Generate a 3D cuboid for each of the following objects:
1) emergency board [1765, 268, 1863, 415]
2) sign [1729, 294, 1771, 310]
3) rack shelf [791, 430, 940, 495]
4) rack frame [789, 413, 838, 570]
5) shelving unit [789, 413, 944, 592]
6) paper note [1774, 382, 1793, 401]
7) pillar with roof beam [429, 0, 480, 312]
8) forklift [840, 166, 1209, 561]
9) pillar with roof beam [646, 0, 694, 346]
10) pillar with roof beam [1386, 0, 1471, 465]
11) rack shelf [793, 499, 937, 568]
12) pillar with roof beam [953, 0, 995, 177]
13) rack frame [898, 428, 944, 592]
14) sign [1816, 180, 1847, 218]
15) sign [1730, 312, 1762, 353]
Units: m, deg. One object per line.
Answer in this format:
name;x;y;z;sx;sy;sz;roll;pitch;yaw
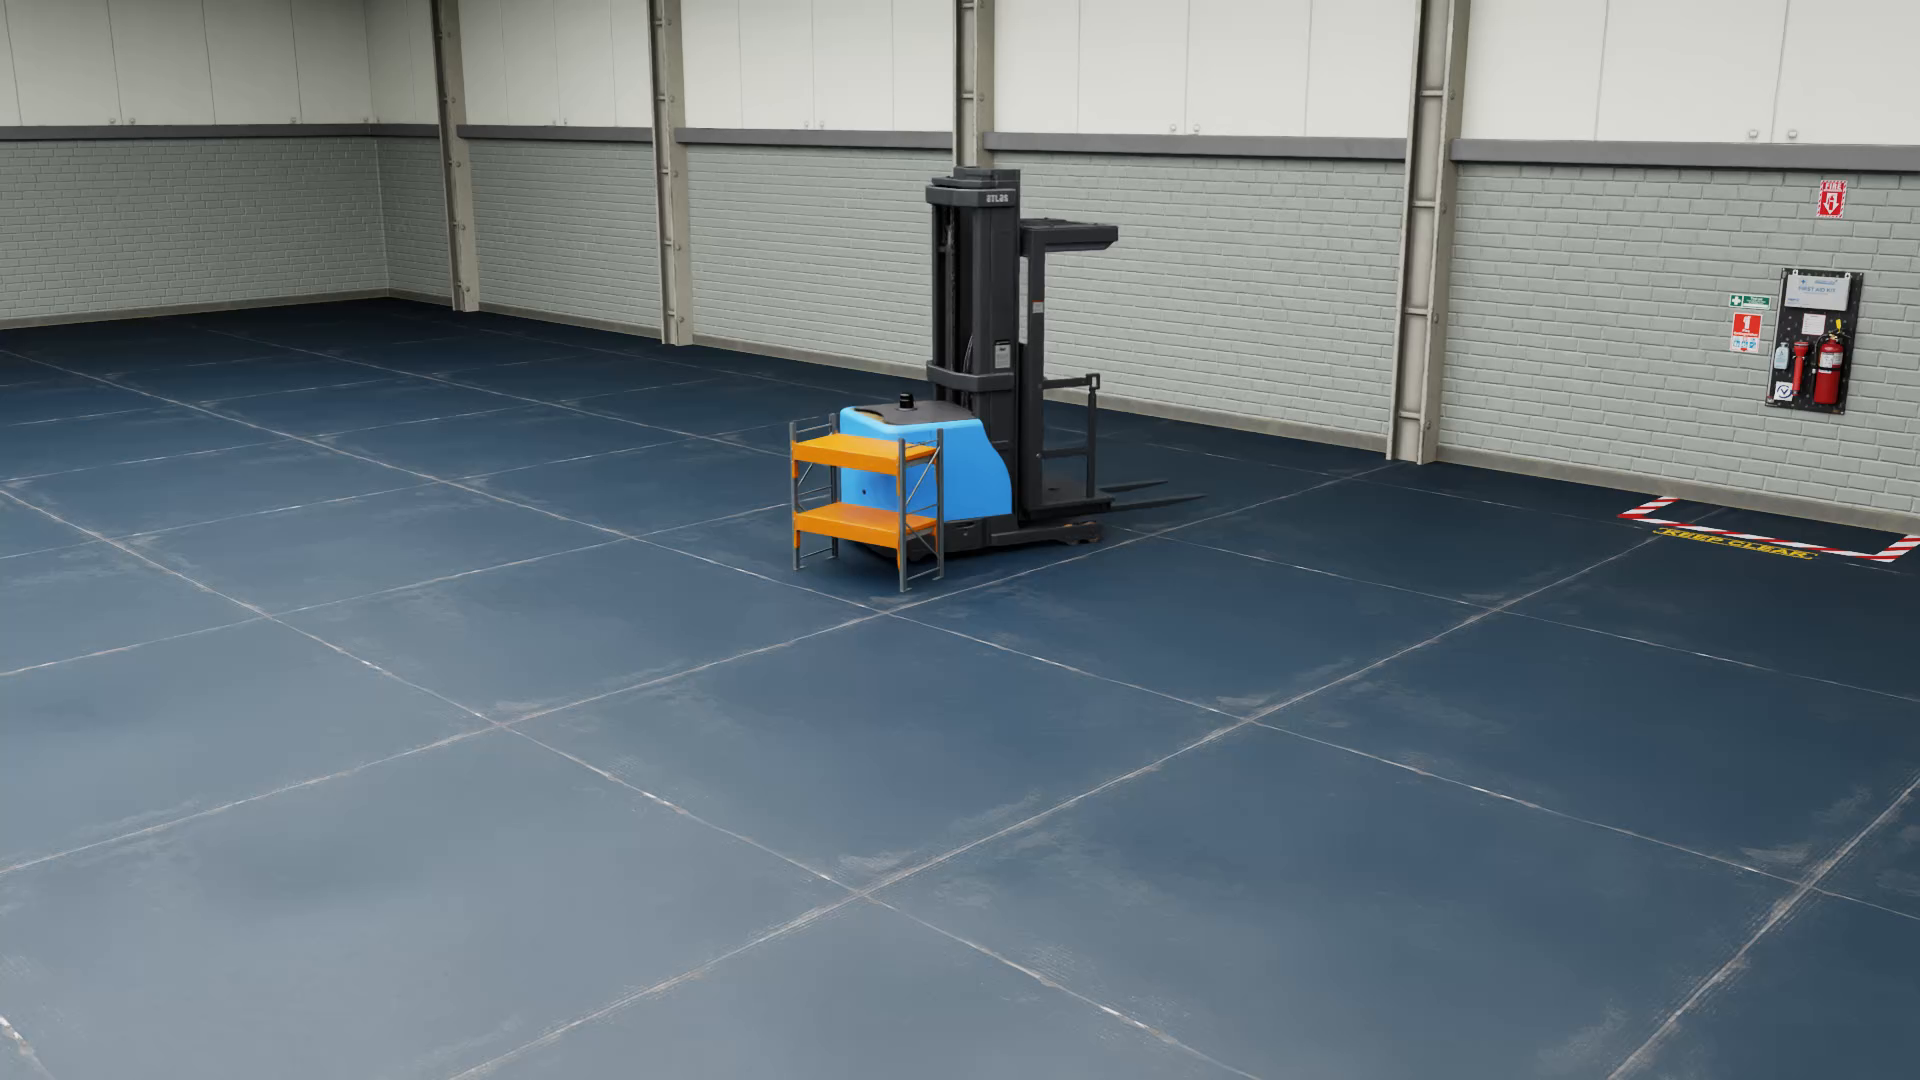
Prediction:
emergency board;7.044;-1.639;13.775;0.643;1.169;0.194;14;20;42
sign;6.715;-2.026;14.138;0.331;0.109;0.001;14;20;42
rack shelf;-0.691;-0.577;12.256;1.000;0.278;0.538;10;18;34
rack frame;-1.104;-0.369;12.616;0.032;1.125;0.500;10;18;34
shelving unit;-0.691;-0.294;12.330;1.048;1.125;0.538;10;18;34
paper note;6.965;-1.257;14.053;0.142;0.148;0.016;14;20;42
pillar with roof beam;-11.468;-7.522;24.453;0.400;9.000;9.100;14;20;42
forklift;0.590;-1.490;13.337;3.031;2.935;1.130;-7;16;-25
pillar with roof beam;-7.149;-6.472;20.423;0.400;9.000;9.100;14;20;42
pillar with roof beam;1.489;-4.372;12.363;0.400;9.000;9.100;14;20;42
rack shelf;-0.691;-0.058;12.392;1.000;0.278;0.538;10;18;34
pillar with roof beam;-2.830;-5.422;16.393;0.400;9.000;9.100;14;20;42
rack frame;-0.277;-0.220;12.044;0.032;1.125;0.500;10;18;34
sign;7.108;-2.781;13.557;0.199;0.298;0.001;14;20;42
sign;6.718;-1.772;14.214;0.234;0.329;0.001;14;20;42
